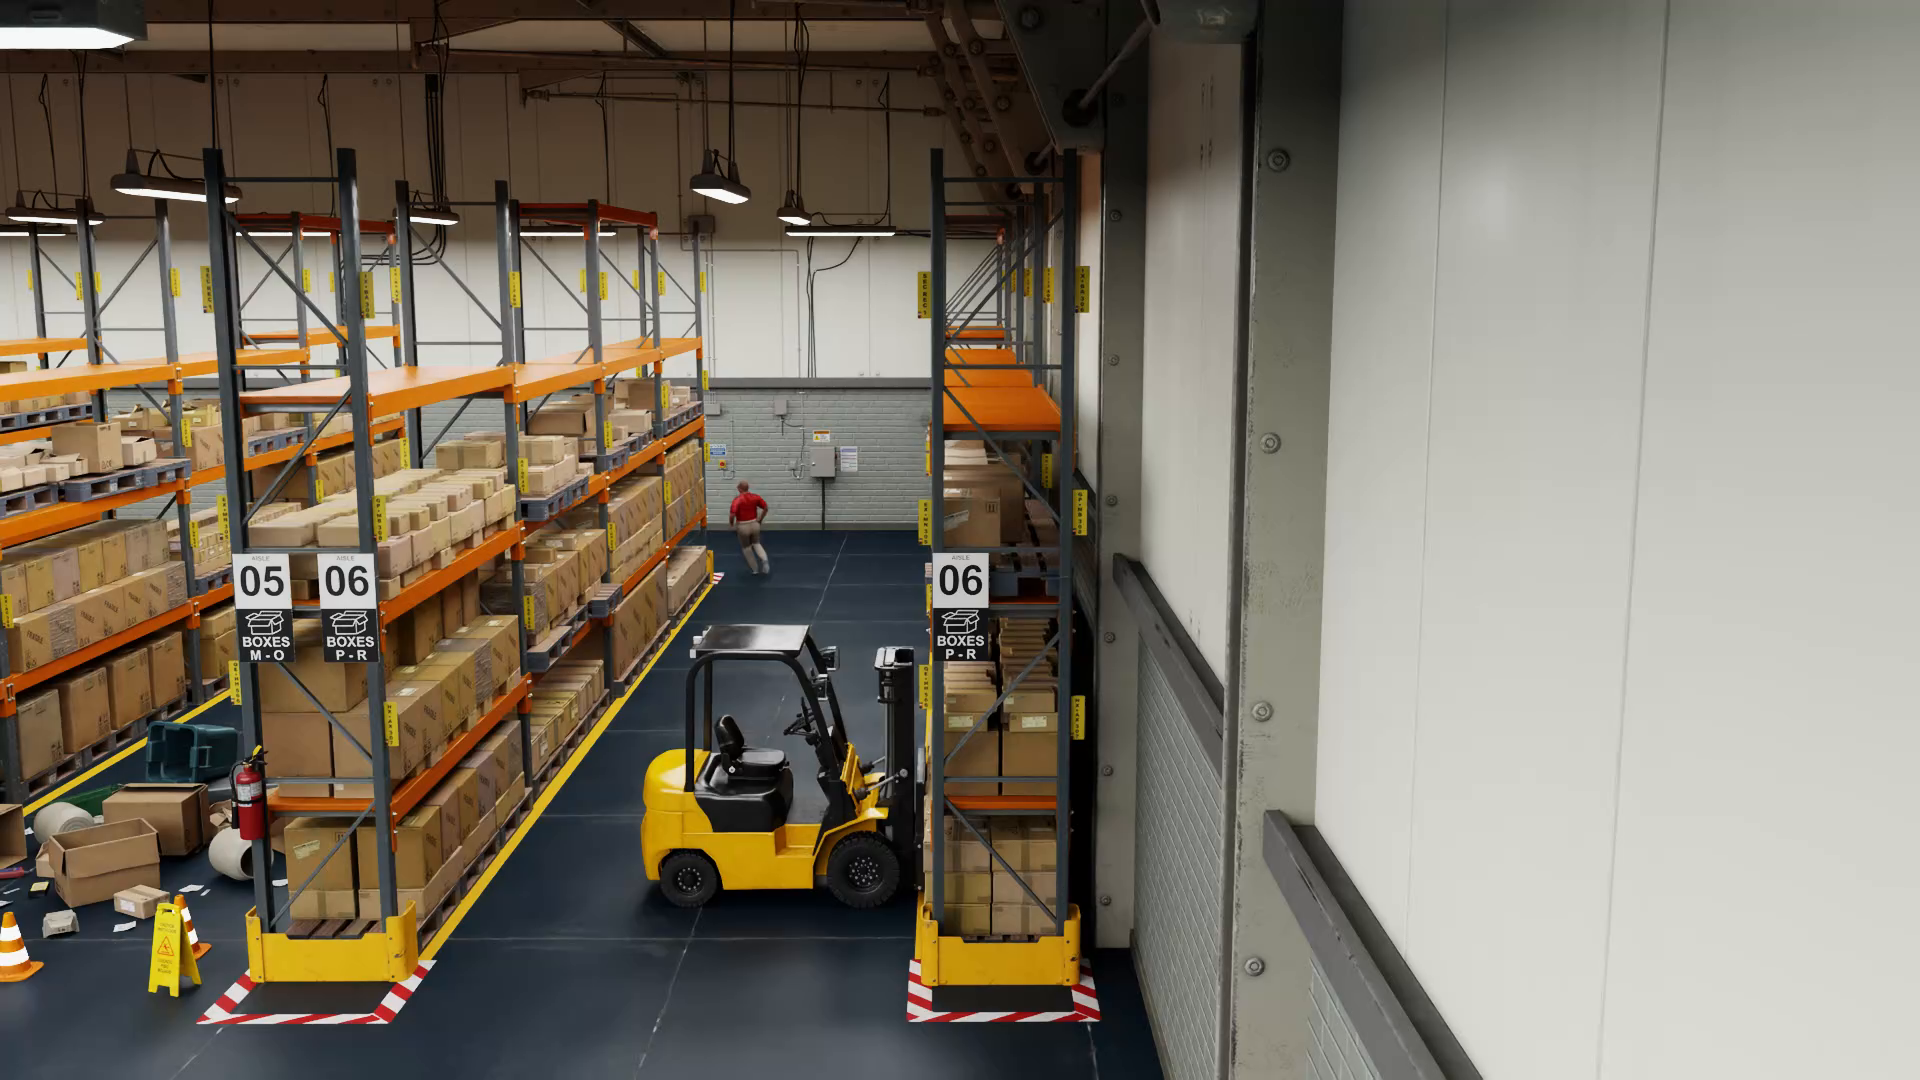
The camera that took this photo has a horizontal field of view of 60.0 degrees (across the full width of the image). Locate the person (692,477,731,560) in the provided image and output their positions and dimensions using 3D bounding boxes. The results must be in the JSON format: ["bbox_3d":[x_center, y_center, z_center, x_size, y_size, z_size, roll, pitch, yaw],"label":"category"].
[{"bbox_3d":[-4.457,-0.329,29.289,0.682,1.659,0.831,3,10,17],"label":"person"}]
